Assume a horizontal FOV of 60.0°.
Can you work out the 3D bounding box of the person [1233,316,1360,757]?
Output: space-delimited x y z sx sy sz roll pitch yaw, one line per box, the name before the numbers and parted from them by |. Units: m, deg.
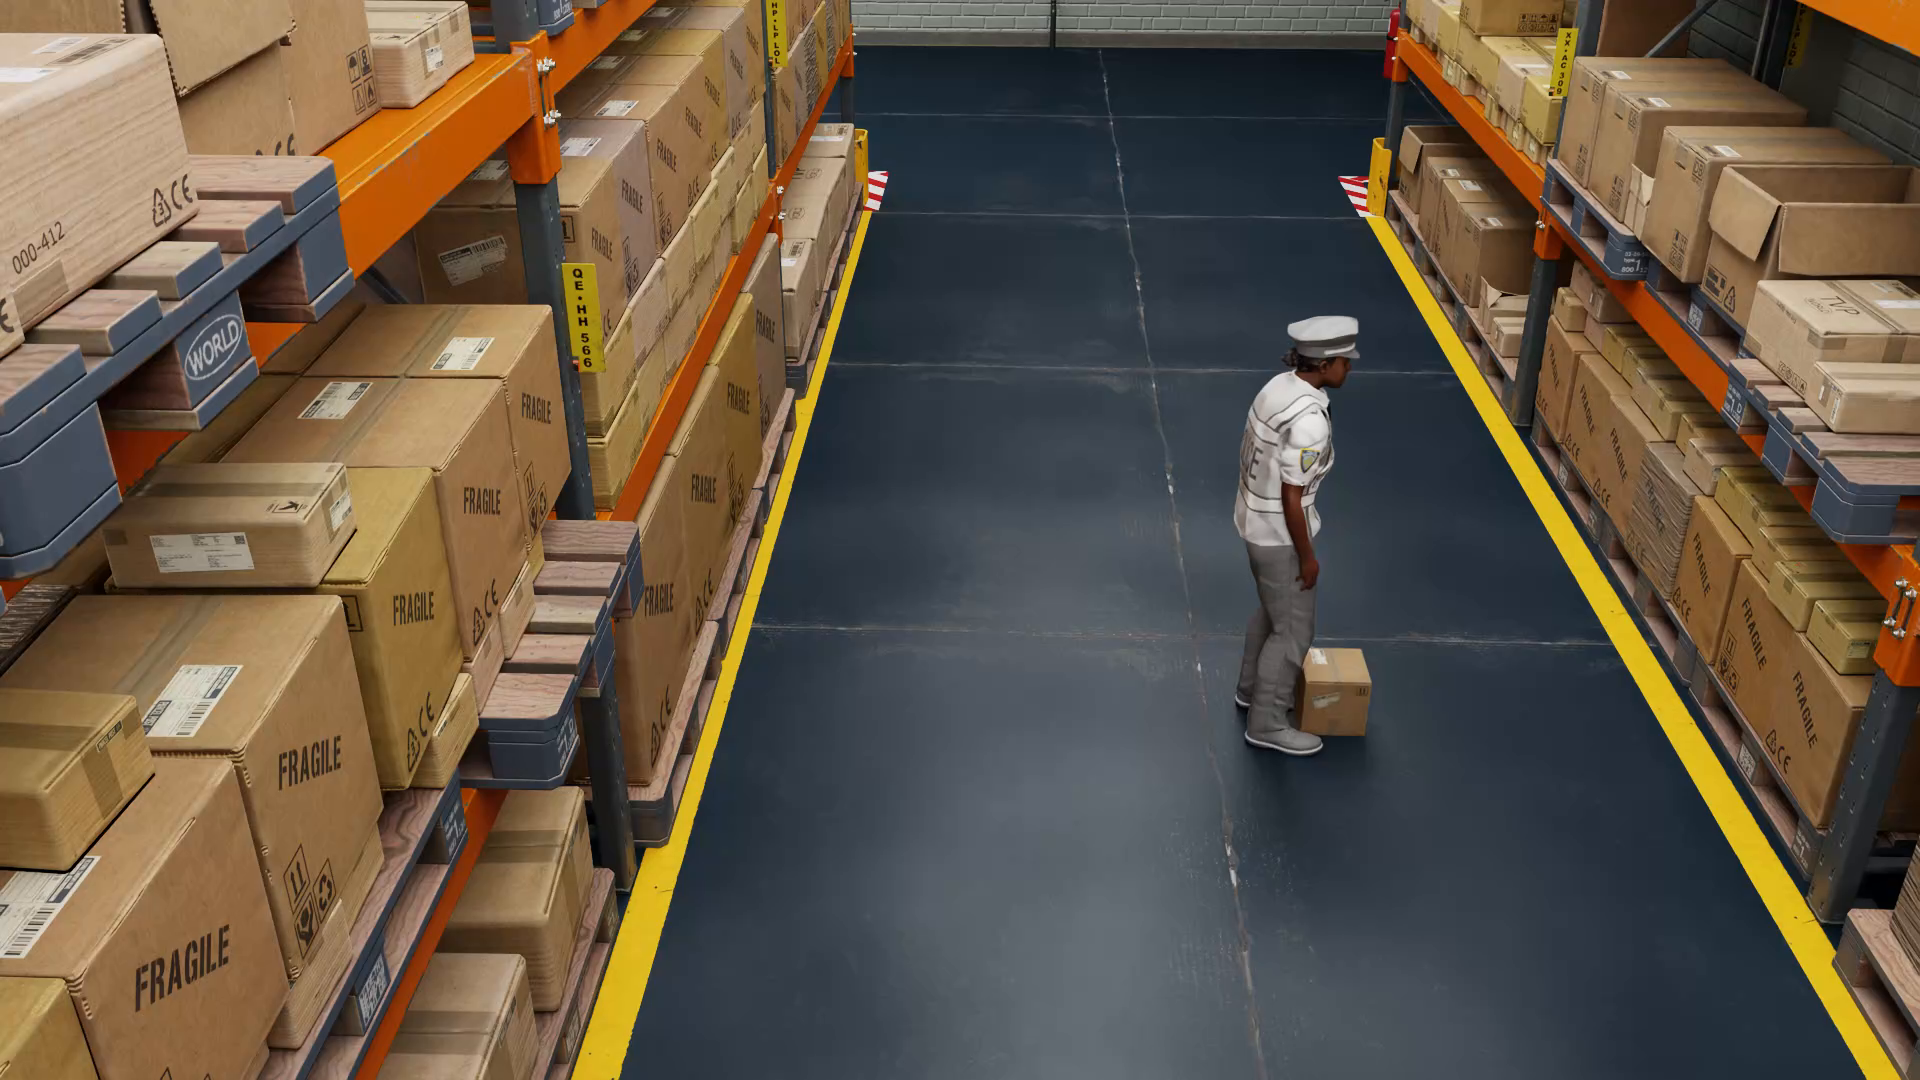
person | 1.216 -0.022 6.163 0.386 1.659 0.506 0 28 0
